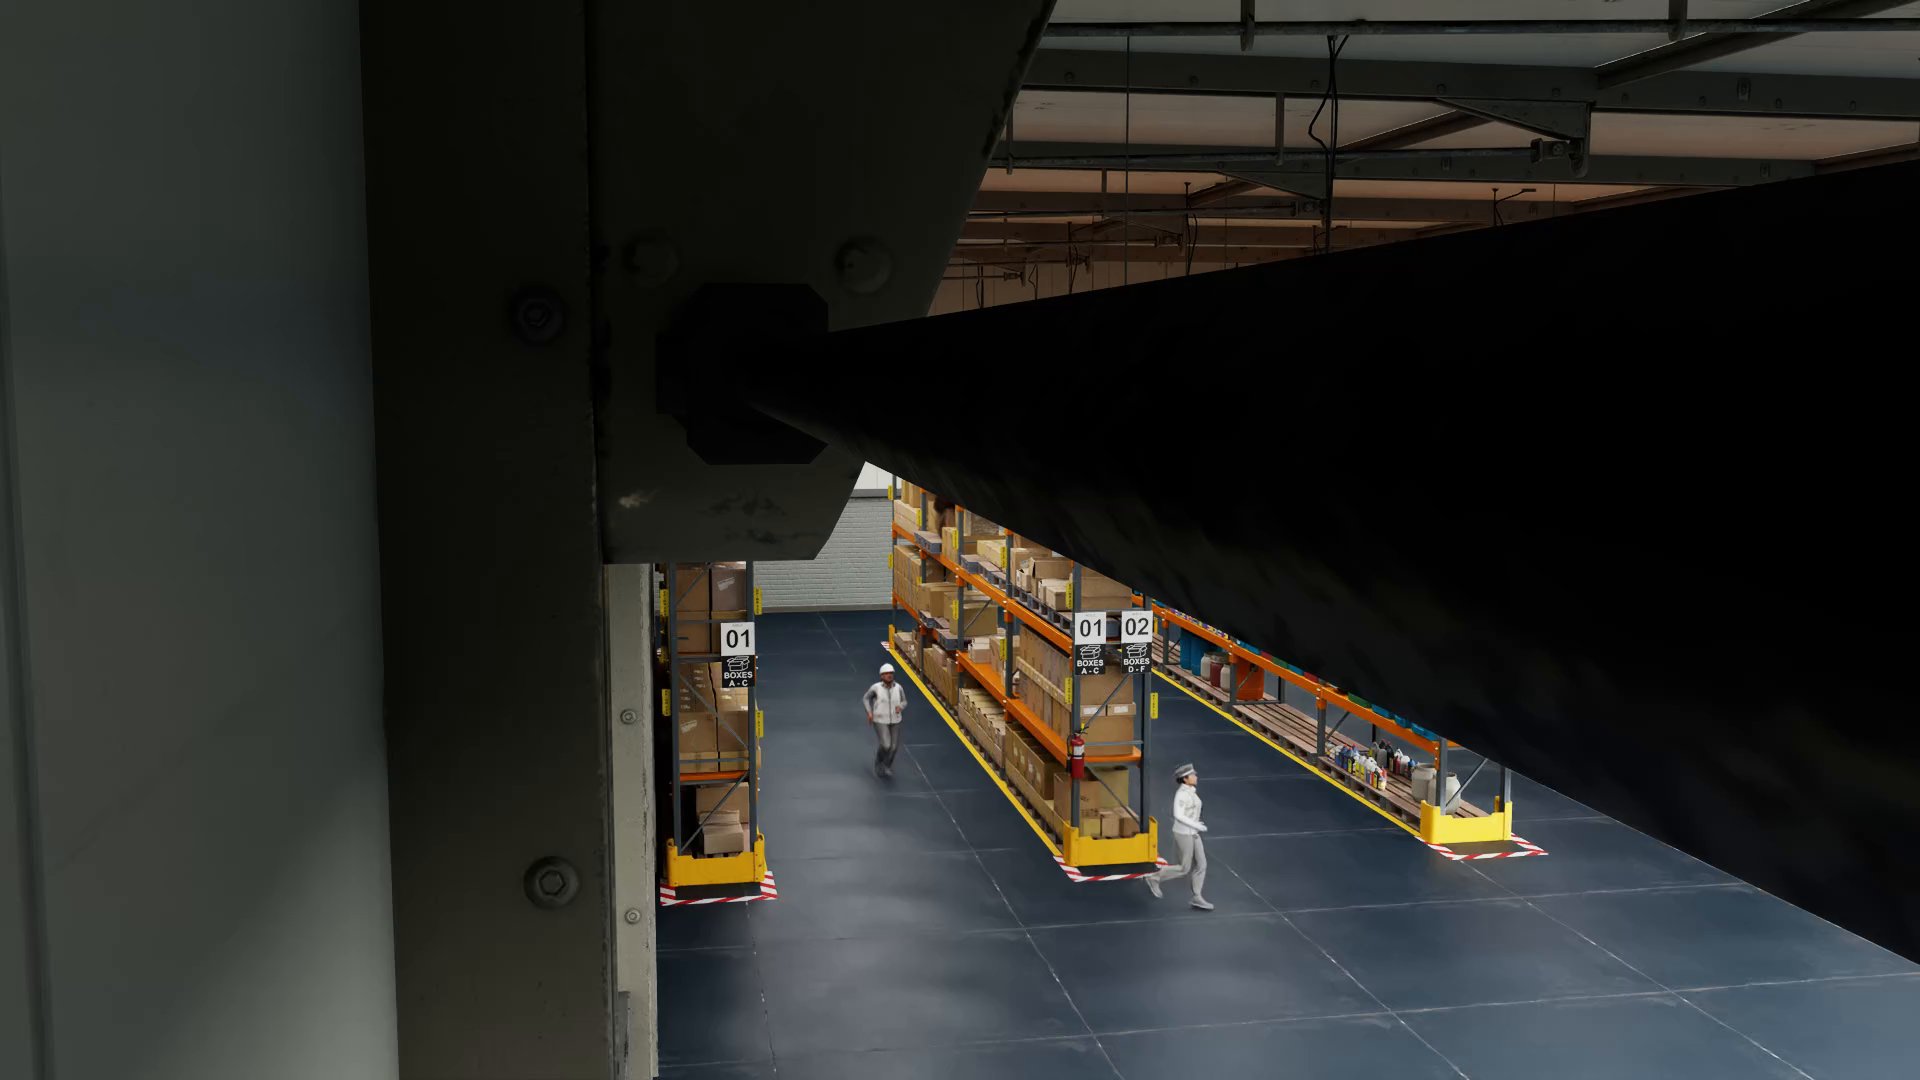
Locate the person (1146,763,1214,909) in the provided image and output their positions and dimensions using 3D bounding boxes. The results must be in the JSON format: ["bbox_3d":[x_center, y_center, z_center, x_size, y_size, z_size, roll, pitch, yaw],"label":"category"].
[{"bbox_3d":[2.594,3.416,19.363,0.796,1.676,0.641,2,7,20],"label":"person"}]

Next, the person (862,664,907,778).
[{"bbox_3d":[-1.094,2.740,25.105,0.639,1.736,0.651,-2,7,-21],"label":"person"}]
